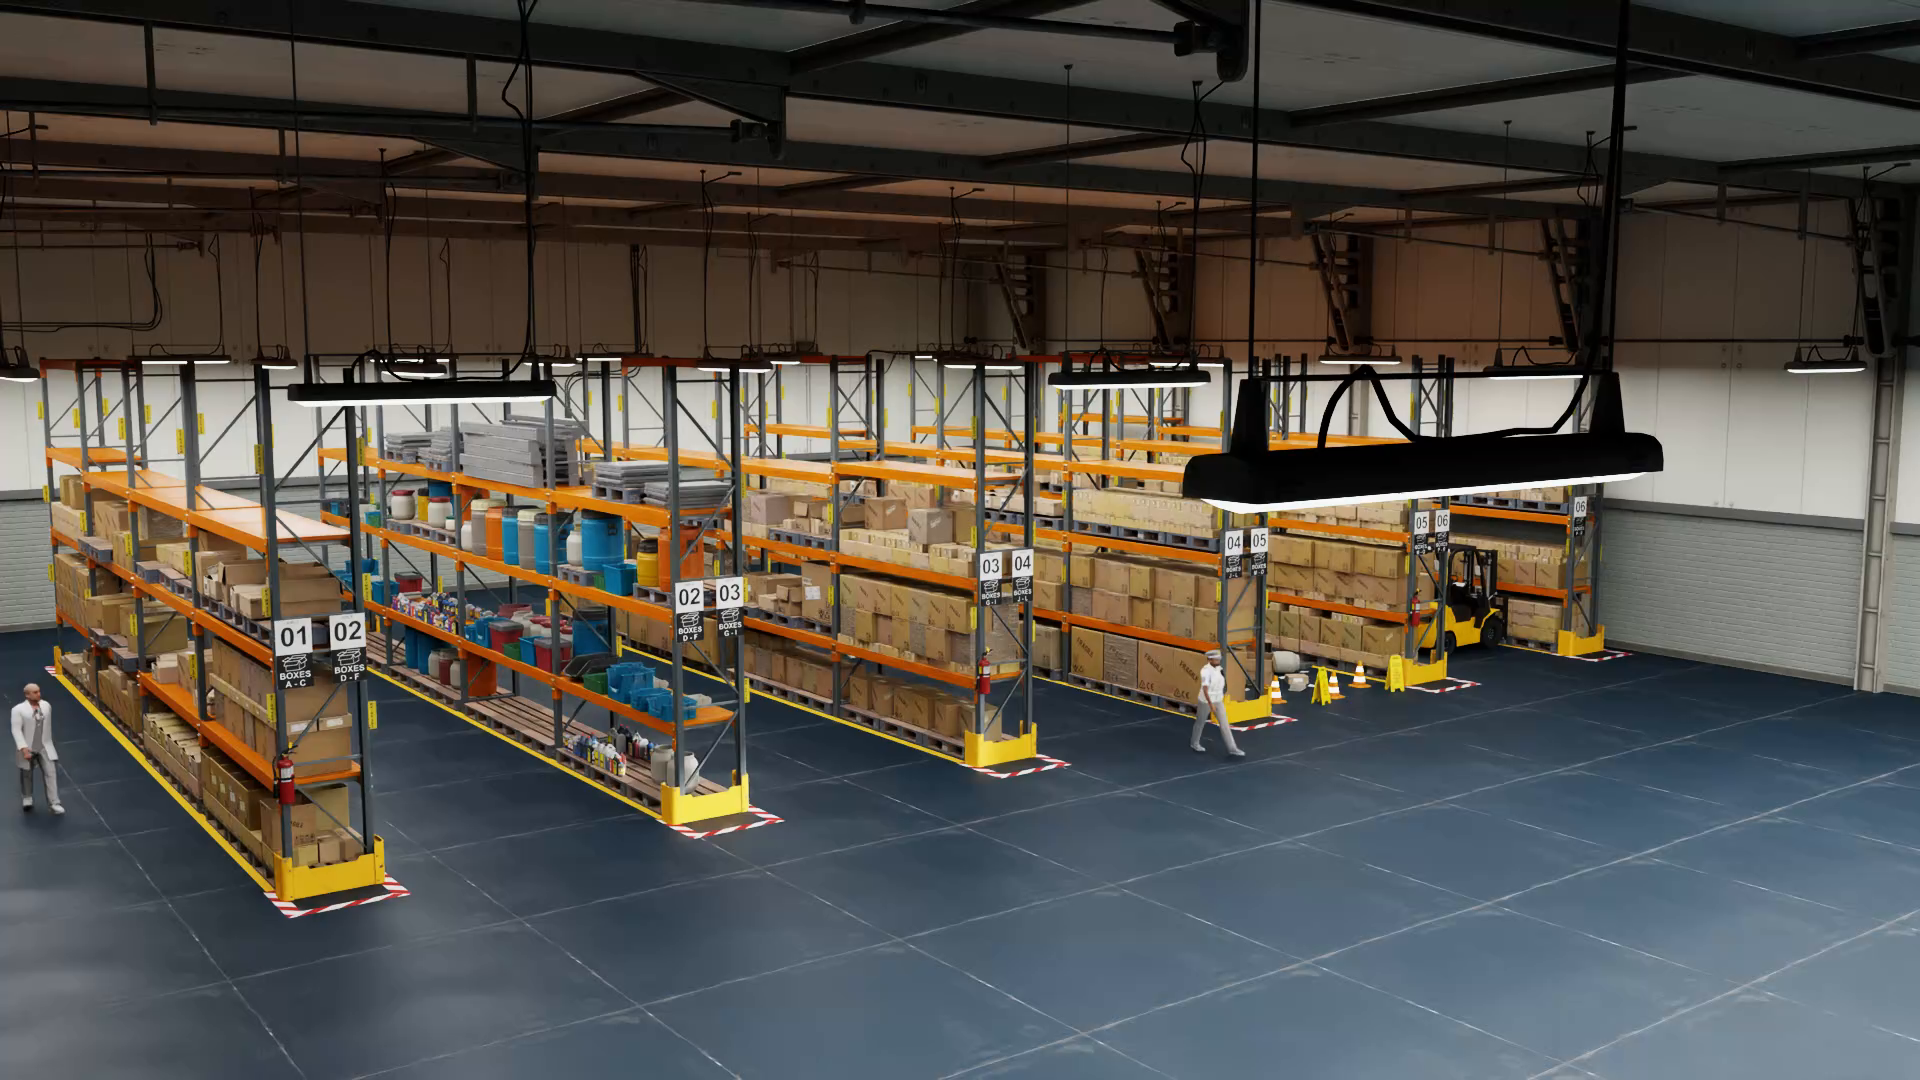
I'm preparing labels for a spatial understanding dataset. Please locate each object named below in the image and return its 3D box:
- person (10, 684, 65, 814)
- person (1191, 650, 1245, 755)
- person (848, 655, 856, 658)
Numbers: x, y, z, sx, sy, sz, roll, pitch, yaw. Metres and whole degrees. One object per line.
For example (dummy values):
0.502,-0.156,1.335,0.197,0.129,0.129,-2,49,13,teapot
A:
-12.392,2.778,22.263,0.544,1.715,1.129,-6,9,-41,person
3.891,2.467,25.317,0.464,1.625,0.992,-4,8,-29,person
-2.075,1.585,33.055,0.595,1.583,0.700,-3,8,-26,person
